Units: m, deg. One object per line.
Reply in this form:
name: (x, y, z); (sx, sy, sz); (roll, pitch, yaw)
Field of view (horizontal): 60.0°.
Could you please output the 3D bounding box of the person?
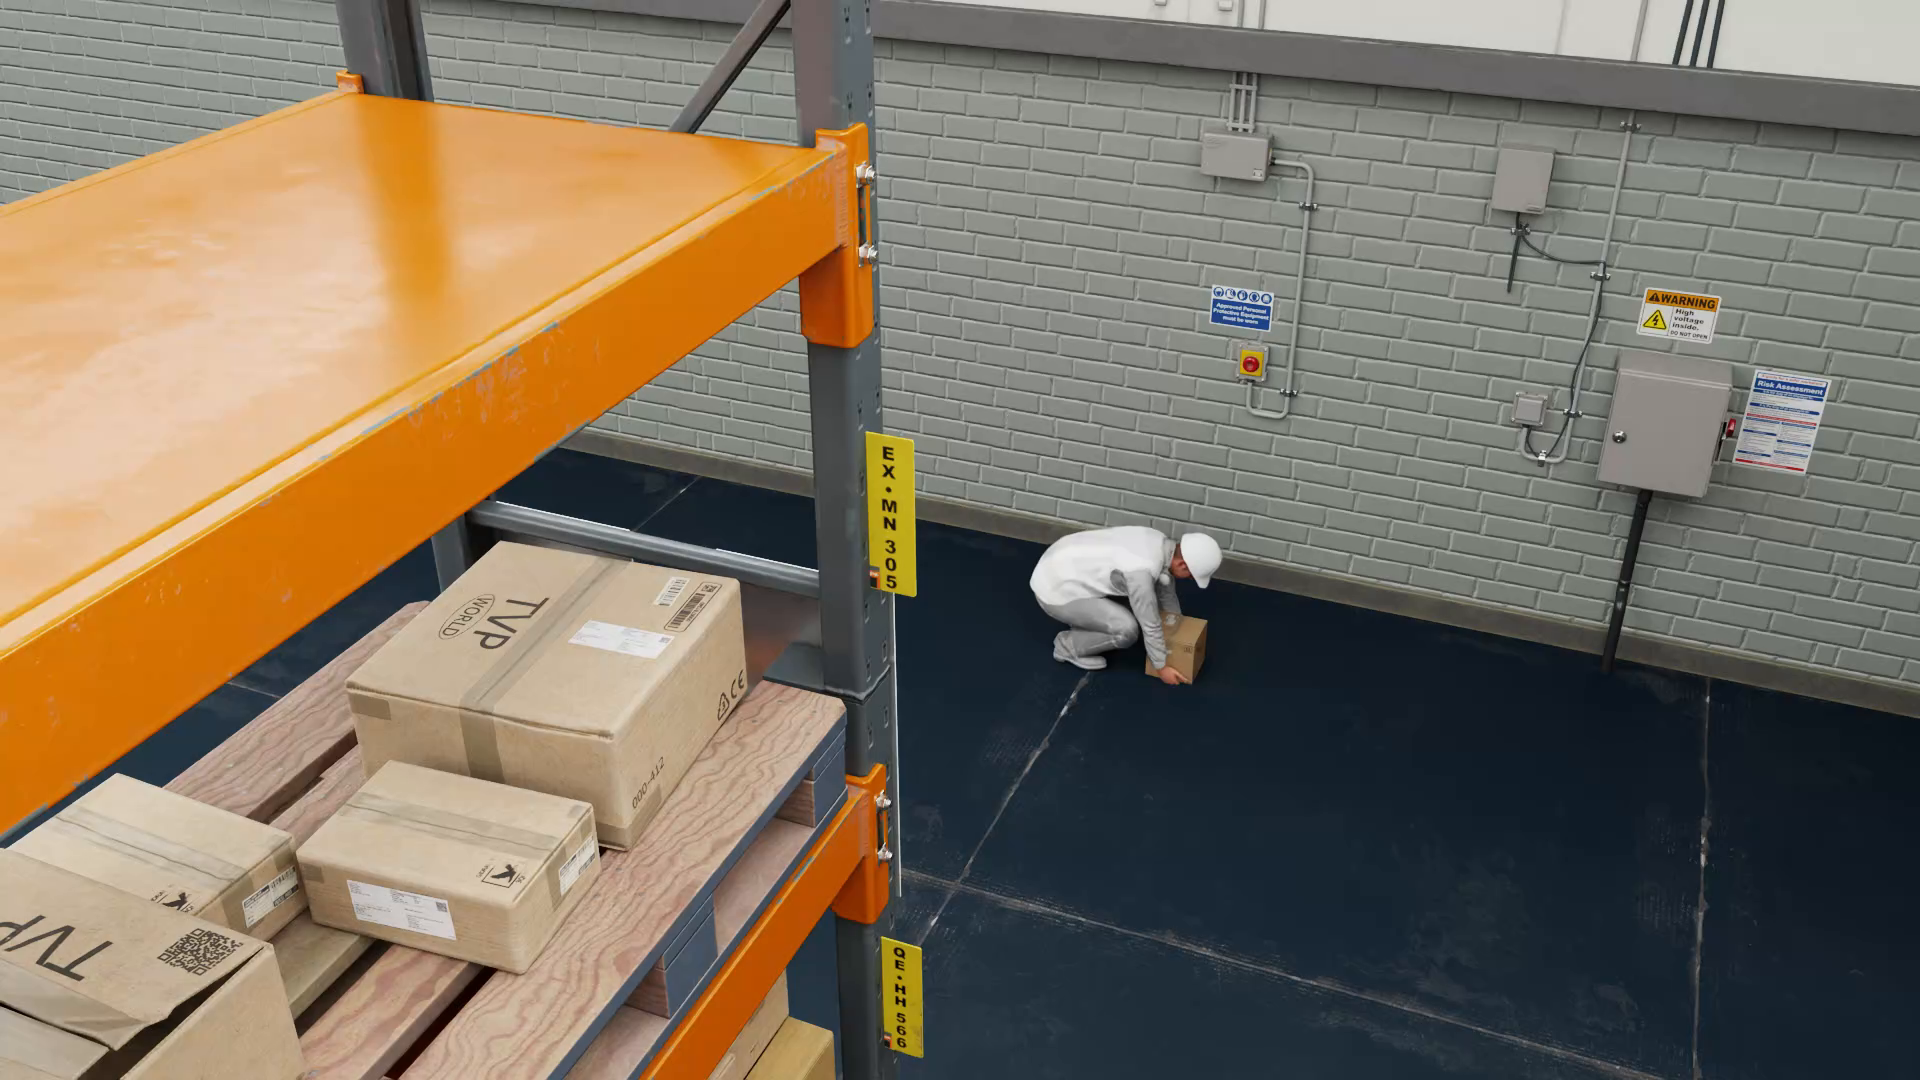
person: (0.855, 0.310, 8.649); (0.958, 0.867, 0.524); (11, 31, 19)
